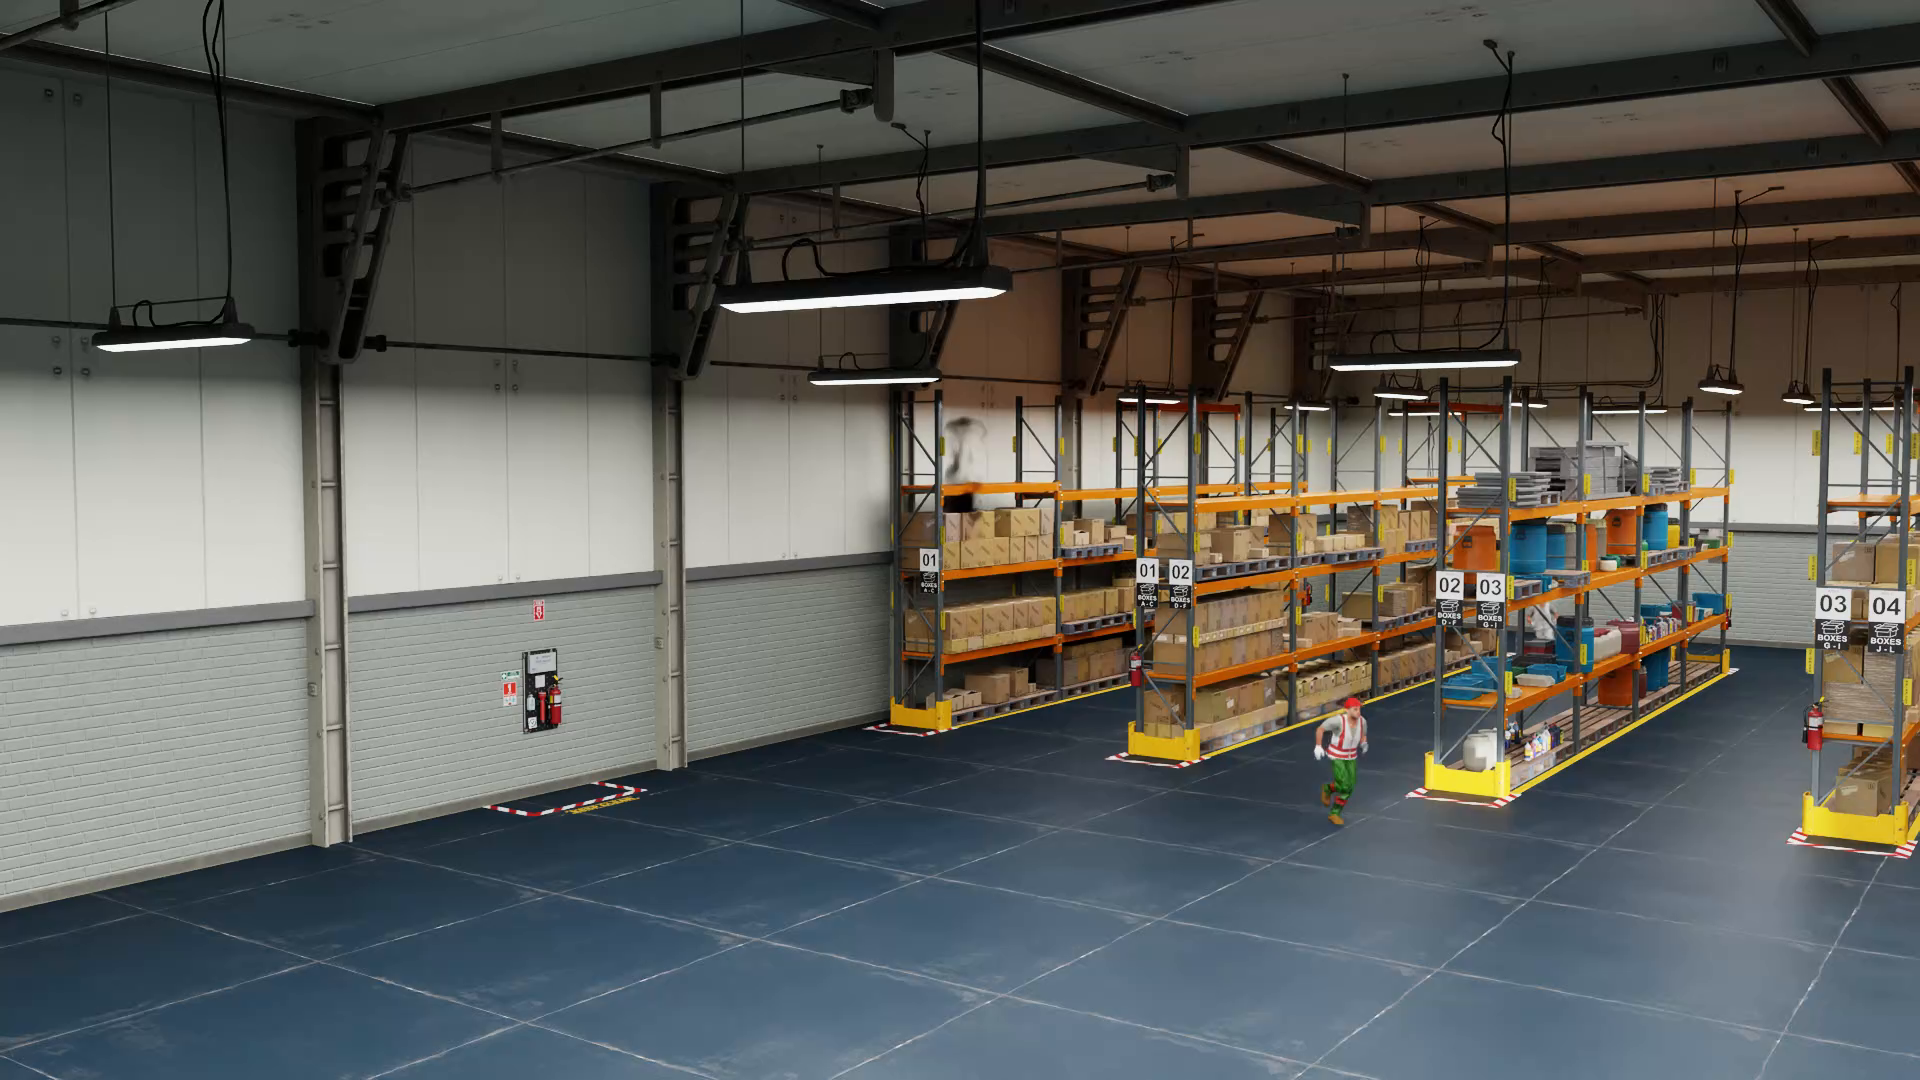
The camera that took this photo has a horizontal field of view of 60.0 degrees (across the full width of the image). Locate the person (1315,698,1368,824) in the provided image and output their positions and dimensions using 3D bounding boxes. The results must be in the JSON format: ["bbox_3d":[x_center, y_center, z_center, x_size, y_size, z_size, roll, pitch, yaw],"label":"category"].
[{"bbox_3d":[5.093,2.918,22.076,0.652,1.708,0.747,-2,4,-27],"label":"person"}]

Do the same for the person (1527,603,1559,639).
[{"bbox_3d":[13.178,2.030,37.607,0.699,1.741,0.762,1,3,19],"label":"person"}]
